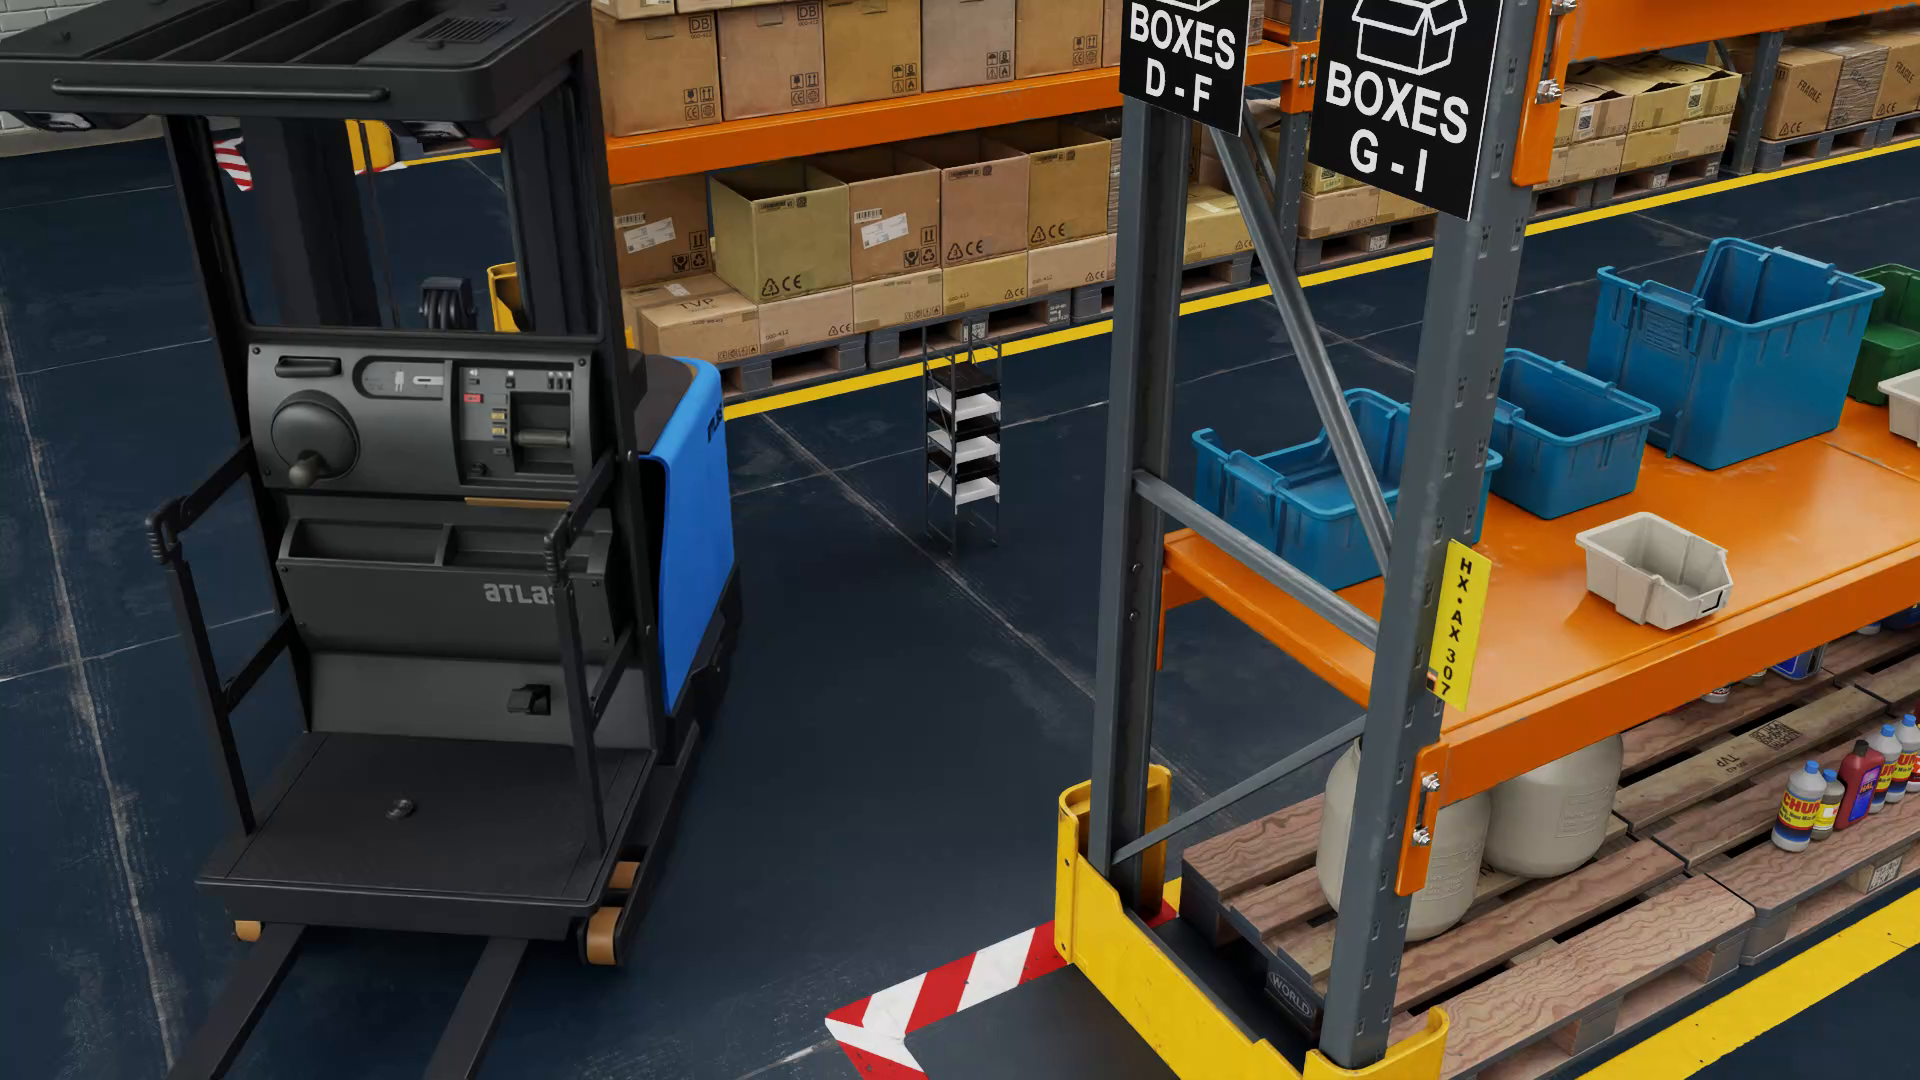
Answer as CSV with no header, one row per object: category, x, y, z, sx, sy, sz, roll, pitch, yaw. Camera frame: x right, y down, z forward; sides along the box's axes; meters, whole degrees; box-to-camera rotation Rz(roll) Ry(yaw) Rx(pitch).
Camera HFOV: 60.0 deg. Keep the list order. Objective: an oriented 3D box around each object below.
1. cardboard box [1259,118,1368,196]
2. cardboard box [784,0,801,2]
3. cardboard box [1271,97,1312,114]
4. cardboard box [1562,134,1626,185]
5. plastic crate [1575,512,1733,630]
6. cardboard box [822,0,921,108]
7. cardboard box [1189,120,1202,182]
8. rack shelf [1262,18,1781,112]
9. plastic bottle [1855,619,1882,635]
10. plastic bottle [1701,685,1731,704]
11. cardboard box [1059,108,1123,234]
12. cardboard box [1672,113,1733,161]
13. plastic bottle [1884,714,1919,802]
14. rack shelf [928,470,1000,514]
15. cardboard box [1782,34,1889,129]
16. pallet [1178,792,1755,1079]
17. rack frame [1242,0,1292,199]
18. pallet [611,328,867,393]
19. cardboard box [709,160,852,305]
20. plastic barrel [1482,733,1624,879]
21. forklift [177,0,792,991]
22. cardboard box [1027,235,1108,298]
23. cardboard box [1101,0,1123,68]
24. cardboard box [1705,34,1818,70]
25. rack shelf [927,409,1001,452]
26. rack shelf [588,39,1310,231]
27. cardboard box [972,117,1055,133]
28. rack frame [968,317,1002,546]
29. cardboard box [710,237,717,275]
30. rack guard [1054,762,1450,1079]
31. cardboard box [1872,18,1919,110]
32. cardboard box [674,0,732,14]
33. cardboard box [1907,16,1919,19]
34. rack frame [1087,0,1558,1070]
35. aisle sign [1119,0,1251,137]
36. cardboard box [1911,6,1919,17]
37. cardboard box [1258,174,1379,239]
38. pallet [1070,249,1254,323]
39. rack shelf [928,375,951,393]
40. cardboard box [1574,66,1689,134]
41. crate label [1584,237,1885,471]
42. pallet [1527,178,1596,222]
cardboard box,2.068,-2.215,9.491,0.500,0.311,0.500,-16,33,-26
cardboard box,-0.755,-2.534,7.463,0.250,0.149,0.380,-16,33,-27
cardboard box,2.235,-2.567,10.127,0.500,0.311,0.500,-15,32,-25
cardboard box,3.827,-2.472,10.535,0.500,0.250,0.500,-15,32,-25
plastic crate,1.578,0.082,3.771,0.250,0.136,0.298,-16,33,-26
cardboard box,-0.573,-2.416,7.919,0.500,0.500,0.700,-16,33,-26
cardboard box,1.027,-2.318,9.480,0.500,0.500,0.500,-16,33,-26
rack shelf,3.310,-3.167,10.129,4.000,0.370,1.077,-16,33,-26
plastic bottle,3.122,0.184,5.680,0.097,0.271,0.097,0,29,0
plastic bottle,2.435,0.415,5.335,0.097,0.201,0.097,0,29,0
cardboard box,0.860,-1.979,8.866,0.500,0.500,0.500,-16,33,-26
cardboard box,4.704,-2.721,10.988,0.500,0.250,0.500,-15,32,-25
plastic bottle,2.746,0.631,4.871,0.097,0.271,0.097,0,29,0
rack shelf,0.007,-0.209,6.639,0.200,0.077,0.258,-16,33,-26
cardboard box,6.020,-3.193,11.562,0.500,0.500,0.500,-17,33,-28
pallet,1.388,1.037,4.652,1.213,0.211,1.003,-16,33,-26
rack frame,1.584,-2.994,9.070,0.053,2.616,0.949,-16,33,-26
pallet,-1.225,-0.997,8.338,1.213,0.211,1.003,-16,33,-26
cardboard box,-0.858,-1.483,7.969,0.500,0.500,0.500,-16,33,-26
plastic barrel,1.604,0.641,4.625,0.421,0.512,0.421,0,29,0
forklift,-1.625,-0.297,4.255,1.130,2.935,3.031,11,31,19
cardboard box,0.437,-1.521,8.813,0.500,0.250,0.500,-16,33,-26
cardboard box,0.755,-2.793,8.603,0.500,0.500,0.700,-16,33,-27
cardboard box,5.722,-3.397,11.932,0.500,0.500,0.500,-15,32,-24
rack shelf,0.007,-0.446,6.509,0.200,0.077,0.258,-16,33,-26
rack shelf,-0.139,-2.188,8.355,4.000,0.370,1.077,-16,33,-26
cardboard box,0.165,-2.073,9.037,0.500,0.500,0.500,-16,33,-26
rack frame,0.095,-0.421,6.581,0.006,0.900,0.240,-16,33,-26
cardboard box,-1.125,-1.375,8.548,0.500,0.250,0.500,-16,33,-26
rack guard,0.685,1.107,4.226,0.348,0.500,1.175,-16,33,-26
cardboard box,6.903,-3.443,12.016,0.500,0.500,0.500,-17,33,-28
cardboard box,-1.189,-2.413,7.243,0.264,0.149,0.389,-15,32,-26
cardboard box,7.054,-3.778,12.622,0.500,0.500,0.500,-15,32,-26
rack frame,0.643,0.051,3.553,0.127,3.000,1.000,-16,33,-26
aisle sign,0.431,-1.193,3.117,0.004,0.787,0.394,-16,33,-26
cardboard box,7.081,-4.116,12.459,0.500,0.250,0.500,-16,33,-26
cardboard box,2.059,-1.968,9.623,0.500,0.250,0.500,-17,33,-27
pallet,0.879,-1.594,9.420,1.213,0.211,1.003,-16,33,-26
rack shelf,0.007,-0.616,6.415,0.184,0.015,0.199,-16,33,-26
cardboard box,4.263,-2.836,10.616,0.500,0.311,0.500,-16,33,-27
crate label,2.093,-0.528,4.565,0.616,0.435,0.502,-16,33,-26
pallet,3.254,-2.269,10.643,1.213,0.211,1.003,-16,33,-26
